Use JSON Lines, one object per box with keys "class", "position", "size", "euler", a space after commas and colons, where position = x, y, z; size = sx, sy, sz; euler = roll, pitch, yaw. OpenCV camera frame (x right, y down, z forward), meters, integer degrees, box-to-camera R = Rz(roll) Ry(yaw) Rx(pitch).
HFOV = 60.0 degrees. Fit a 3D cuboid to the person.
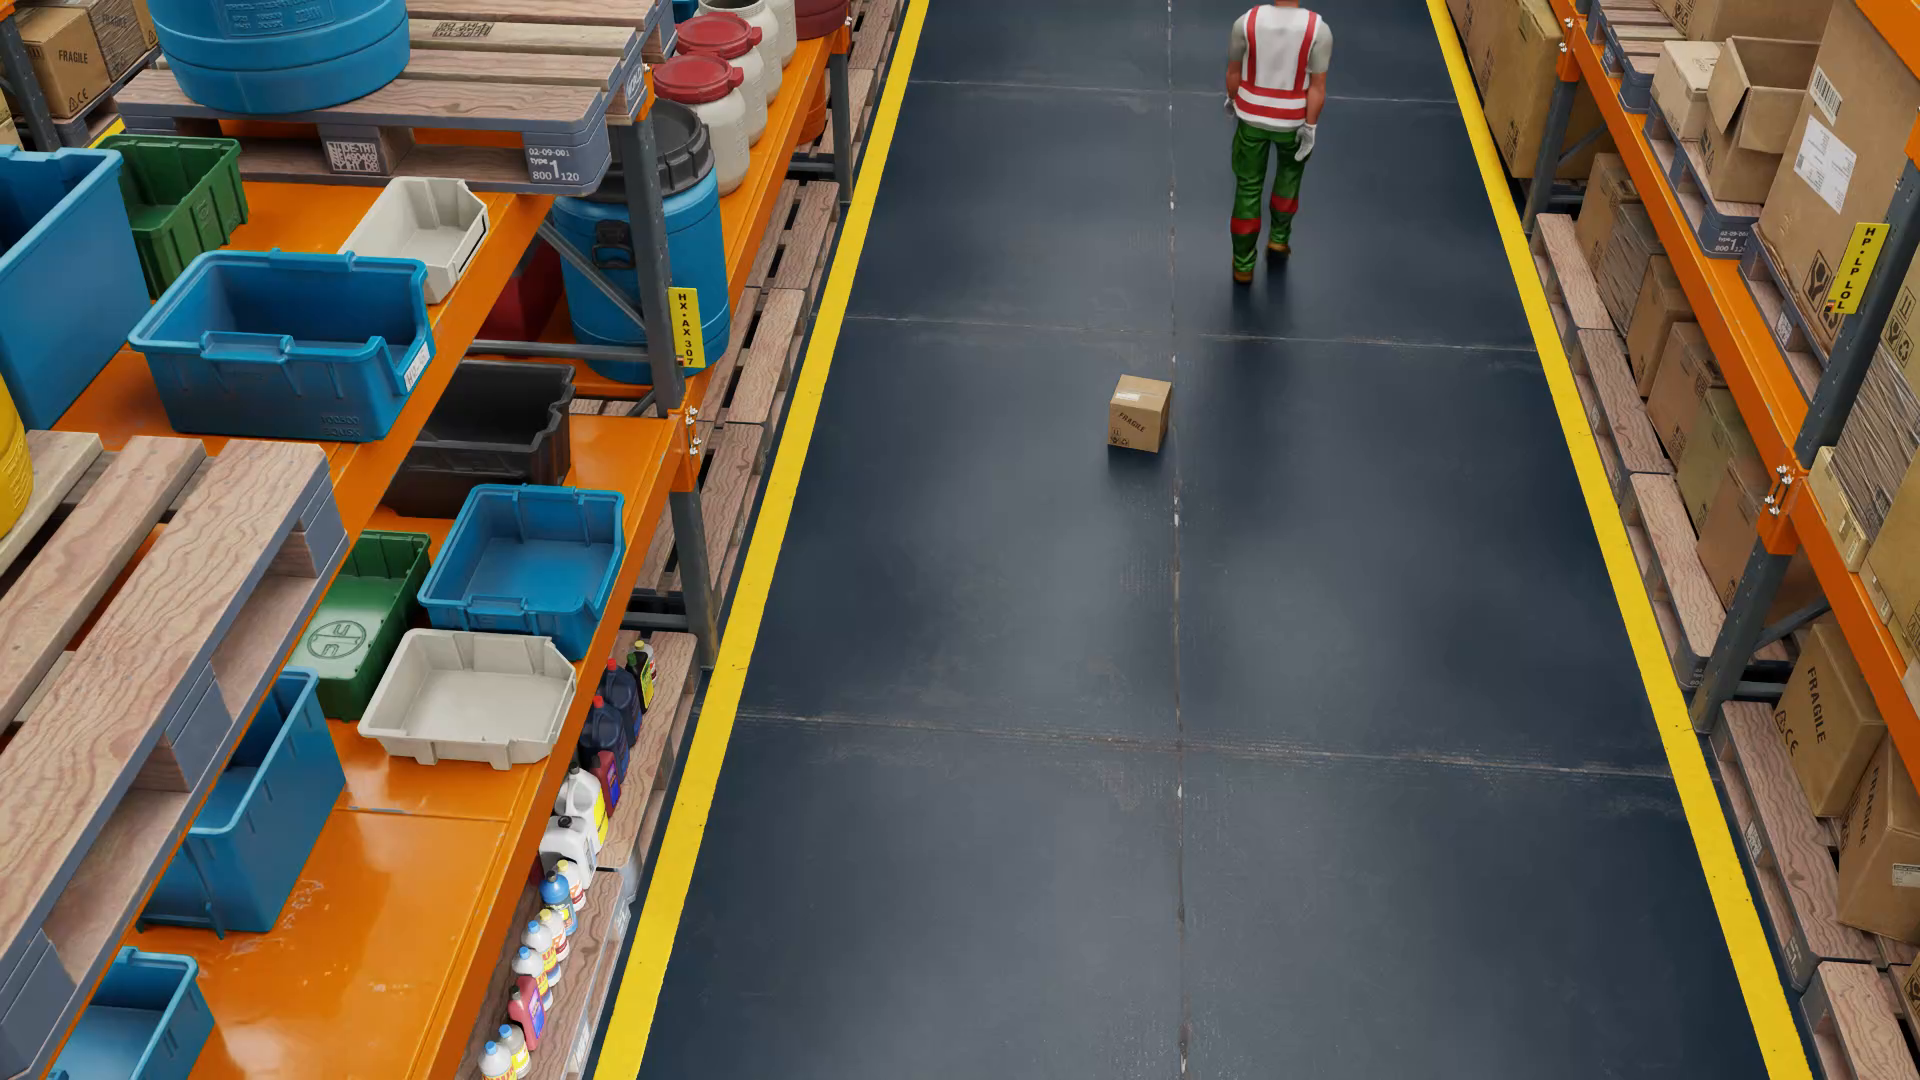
{"class": "person", "position": [1.661, -2.247, 8.862], "size": [0.529, 1.852, 0.591], "euler": [9, 40, 10]}
